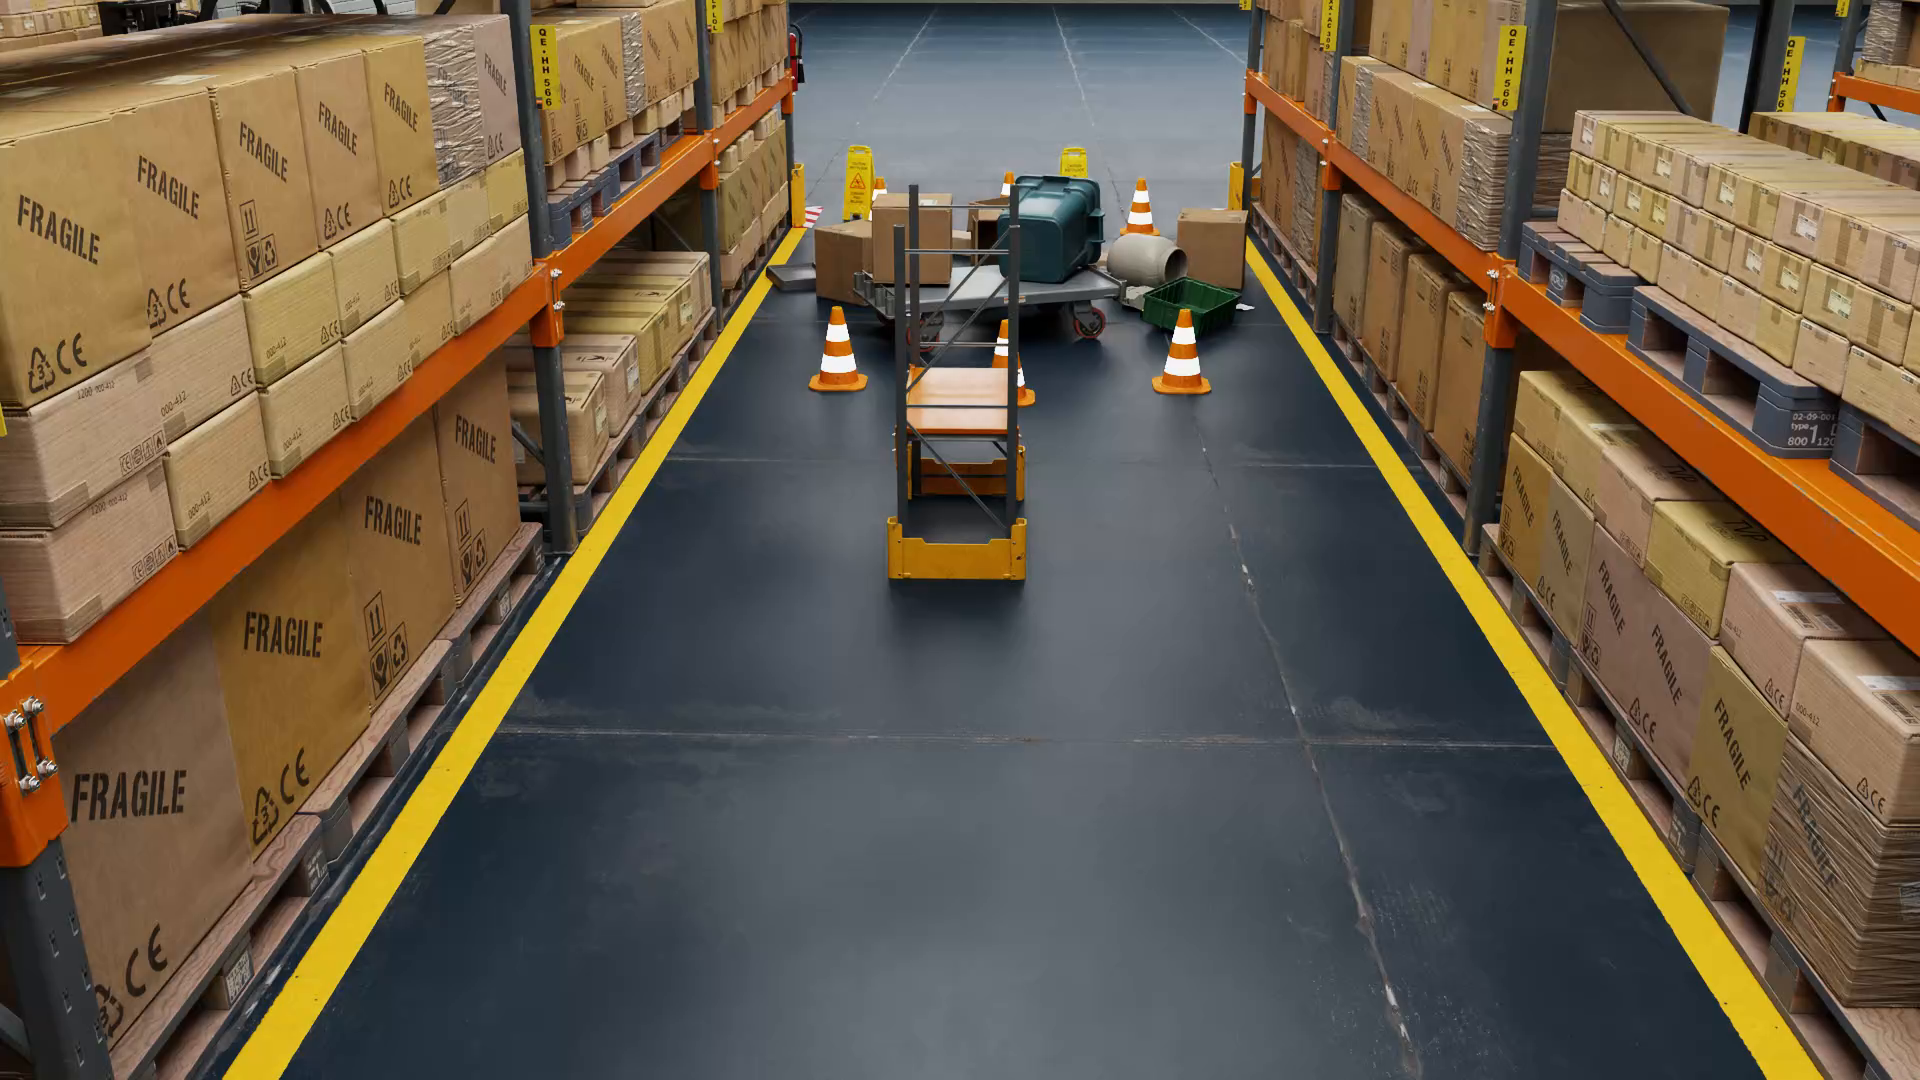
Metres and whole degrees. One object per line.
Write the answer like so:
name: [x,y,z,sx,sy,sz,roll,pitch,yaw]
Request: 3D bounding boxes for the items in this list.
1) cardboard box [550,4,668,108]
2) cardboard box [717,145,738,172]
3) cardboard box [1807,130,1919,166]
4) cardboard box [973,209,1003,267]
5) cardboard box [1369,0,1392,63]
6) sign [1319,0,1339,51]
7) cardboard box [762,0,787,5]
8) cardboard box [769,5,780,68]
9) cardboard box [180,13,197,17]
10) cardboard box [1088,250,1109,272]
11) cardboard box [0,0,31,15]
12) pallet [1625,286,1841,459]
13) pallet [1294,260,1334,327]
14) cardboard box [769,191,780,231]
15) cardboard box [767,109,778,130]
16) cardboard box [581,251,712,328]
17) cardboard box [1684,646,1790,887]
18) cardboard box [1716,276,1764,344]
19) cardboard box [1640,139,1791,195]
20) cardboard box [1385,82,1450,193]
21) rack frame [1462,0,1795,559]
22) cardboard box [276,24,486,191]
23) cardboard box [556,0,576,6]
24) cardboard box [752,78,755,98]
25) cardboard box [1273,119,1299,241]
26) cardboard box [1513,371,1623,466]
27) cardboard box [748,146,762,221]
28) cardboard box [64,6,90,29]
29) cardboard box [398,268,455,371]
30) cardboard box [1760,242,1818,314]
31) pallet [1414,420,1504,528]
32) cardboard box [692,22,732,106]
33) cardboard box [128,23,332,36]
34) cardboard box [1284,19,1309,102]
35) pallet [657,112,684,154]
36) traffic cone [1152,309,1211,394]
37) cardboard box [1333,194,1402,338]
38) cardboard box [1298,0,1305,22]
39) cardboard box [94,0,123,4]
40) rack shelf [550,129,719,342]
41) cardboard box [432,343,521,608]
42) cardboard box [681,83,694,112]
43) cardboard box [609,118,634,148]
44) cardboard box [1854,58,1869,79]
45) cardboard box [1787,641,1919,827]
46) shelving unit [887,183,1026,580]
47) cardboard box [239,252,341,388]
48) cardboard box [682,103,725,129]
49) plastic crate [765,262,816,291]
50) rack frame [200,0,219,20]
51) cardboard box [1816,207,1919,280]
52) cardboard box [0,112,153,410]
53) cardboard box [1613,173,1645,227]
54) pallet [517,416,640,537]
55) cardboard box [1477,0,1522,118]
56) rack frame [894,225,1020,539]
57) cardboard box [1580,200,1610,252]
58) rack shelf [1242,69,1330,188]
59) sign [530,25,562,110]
cardboard box: [-1.908,-2.644,9.065,0.500,0.500,0.500,1,21,3]
cardboard box: [-1.736,-2.619,11.418,0.380,0.149,0.250,1,21,2]
cardboard box: [3.167,-1.322,5.734,0.380,0.149,0.250,1,21,3]
cardboard box: [0.491,-2.142,12.167,0.797,0.637,0.503,1,21,2]
cardboard box: [2.854,-3.113,9.885,0.700,0.500,0.500,0,21,1]
sign: [2.309,-3.226,10.390,0.100,0.325,0.005,1,21,2]
cardboard box: [-1.699,-4.340,12.636,0.700,0.500,0.500,0,21,1]
cardboard box: [-1.727,-4.049,13.269,0.500,0.500,0.500,1,21,2]
cardboard box: [-6.680,-4.163,13.974,0.500,0.500,0.500,0,21,0]
cardboard box: [1.075,-2.147,12.695,0.396,0.266,0.258,4,22,11]
cardboard box: [-6.716,-3.731,11.551,0.380,0.149,0.250,1,21,3]
pallet: [2.723,-0.528,5.008,1.003,0.211,1.213,1,21,2]
pallet: [2.965,-1.754,11.758,1.003,0.211,1.213,1,21,2]
cardboard box: [-1.745,-2.676,13.499,0.500,0.250,0.500,1,21,2]
cardboard box: [-1.673,-3.384,13.391,0.380,0.149,0.250,1,21,3]
cardboard box: [-2.101,-1.579,10.504,0.950,0.372,0.625,1,21,2]
cardboard box: [2.407,0.626,4.643,0.500,0.500,0.500,0,21,0]
cardboard box: [2.479,-0.679,4.900,0.380,0.149,0.250,0,21,0]
cardboard box: [2.508,-1.243,5.530,0.380,0.149,0.250,0,21,-1]
cardboard box: [2.530,-2.093,8.637,0.500,0.500,0.500,1,21,2]
rack frame: [2.742,-1.334,6.820,1.000,3.000,0.127,1,21,2]
cardboard box: [-1.971,-1.489,5.699,0.500,0.500,0.500,1,21,3]
cardboard box: [-2.403,-2.831,9.550,0.500,0.500,0.500,1,21,2]
cardboard box: [-1.729,-3.345,12.350,0.380,0.149,0.250,1,21,1]
cardboard box: [3.006,-2.867,13.129,0.875,0.875,0.875,0,21,1]
cardboard box: [2.479,-0.467,6.424,0.500,0.250,0.500,0,21,-1]
cardboard box: [-1.778,-2.653,12.403,0.500,0.500,0.500,2,21,4]
cardboard box: [-6.709,-3.871,12.325,0.380,0.149,0.250,0,21,1]
cardboard box: [-1.996,-0.729,5.469,0.500,0.250,0.500,0,21,1]
cardboard box: [2.471,-0.727,4.613,0.380,0.149,0.250,1,21,2]
pallet: [2.841,-0.318,8.056,1.003,0.211,1.213,1,21,2]
cardboard box: [-1.795,-3.139,10.923,0.500,0.500,0.500,1,21,1]
cardboard box: [-2.474,-1.509,5.752,0.500,0.500,0.500,1,21,2]
cardboard box: [2.907,-3.569,12.374,0.875,0.550,0.500,1,21,2]
pallet: [-2.256,-2.434,9.920,1.003,0.211,1.213,1,21,2]
traffic cone: [1.313,-1.129,9.799,0.336,0.463,0.334,1,21,2]
cardboard box: [2.935,-1.701,10.297,1.050,0.750,0.750,1,21,1]
cardboard box: [2.972,-4.072,12.176,0.875,0.550,0.500,1,21,2]
cardboard box: [-6.666,-4.191,12.737,0.380,0.149,0.250,1,21,3]
rack shelf: [-2.148,-1.739,8.860,1.077,0.370,4.000,1,21,2]
cardboard box: [-2.313,-0.308,6.533,0.875,0.875,0.875,0,21,1]
cardboard box: [-1.827,-2.687,10.075,0.380,0.149,0.250,1,21,2]
cardboard box: [-1.916,-2.130,8.637,0.380,0.149,0.250,1,21,3]
cardboard box: [7.693,-3.918,13.826,0.380,0.149,0.250,1,21,2]
cardboard box: [2.390,0.460,4.034,0.500,0.250,0.500,0,21,0]
shelving unit: [0.002,-0.727,7.329,0.587,1.500,1.083,1,21,2]
cardboard box: [-2.006,-0.595,4.433,0.500,0.250,0.500,1,21,2]
cardboard box: [-1.757,-2.791,10.923,0.380,0.149,0.250,1,21,1]
plastic crate: [-1.220,-1.995,12.561,0.402,0.080,0.583,-7,22,-17]
rack frame: [-6.927,-4.297,14.458,1.000,3.000,0.127,1,21,2]
cardboard box: [2.473,-0.765,4.298,0.380,0.149,0.250,0,21,0]
cardboard box: [-2.030,-0.574,3.341,0.500,0.500,0.500,1,21,2]
cardboard box: [2.515,-1.184,5.789,0.380,0.149,0.250,0,21,0]
pallet: [-2.184,-0.334,8.098,1.003,0.211,1.213,1,21,2]
cardboard box: [2.779,-2.192,7.510,0.700,0.500,0.500,0,21,1]
rack frame: [-0.013,-0.546,6.863,0.500,1.500,0.032,1,21,2]
cardboard box: [2.518,-1.156,6.128,0.380,0.149,0.250,2,21,4]
rack shelf: [2.924,-3.168,12.541,1.077,0.370,4.000,1,21,2]
sign: [-1.654,-1.886,6.644,0.100,0.325,0.005,1,21,2]
